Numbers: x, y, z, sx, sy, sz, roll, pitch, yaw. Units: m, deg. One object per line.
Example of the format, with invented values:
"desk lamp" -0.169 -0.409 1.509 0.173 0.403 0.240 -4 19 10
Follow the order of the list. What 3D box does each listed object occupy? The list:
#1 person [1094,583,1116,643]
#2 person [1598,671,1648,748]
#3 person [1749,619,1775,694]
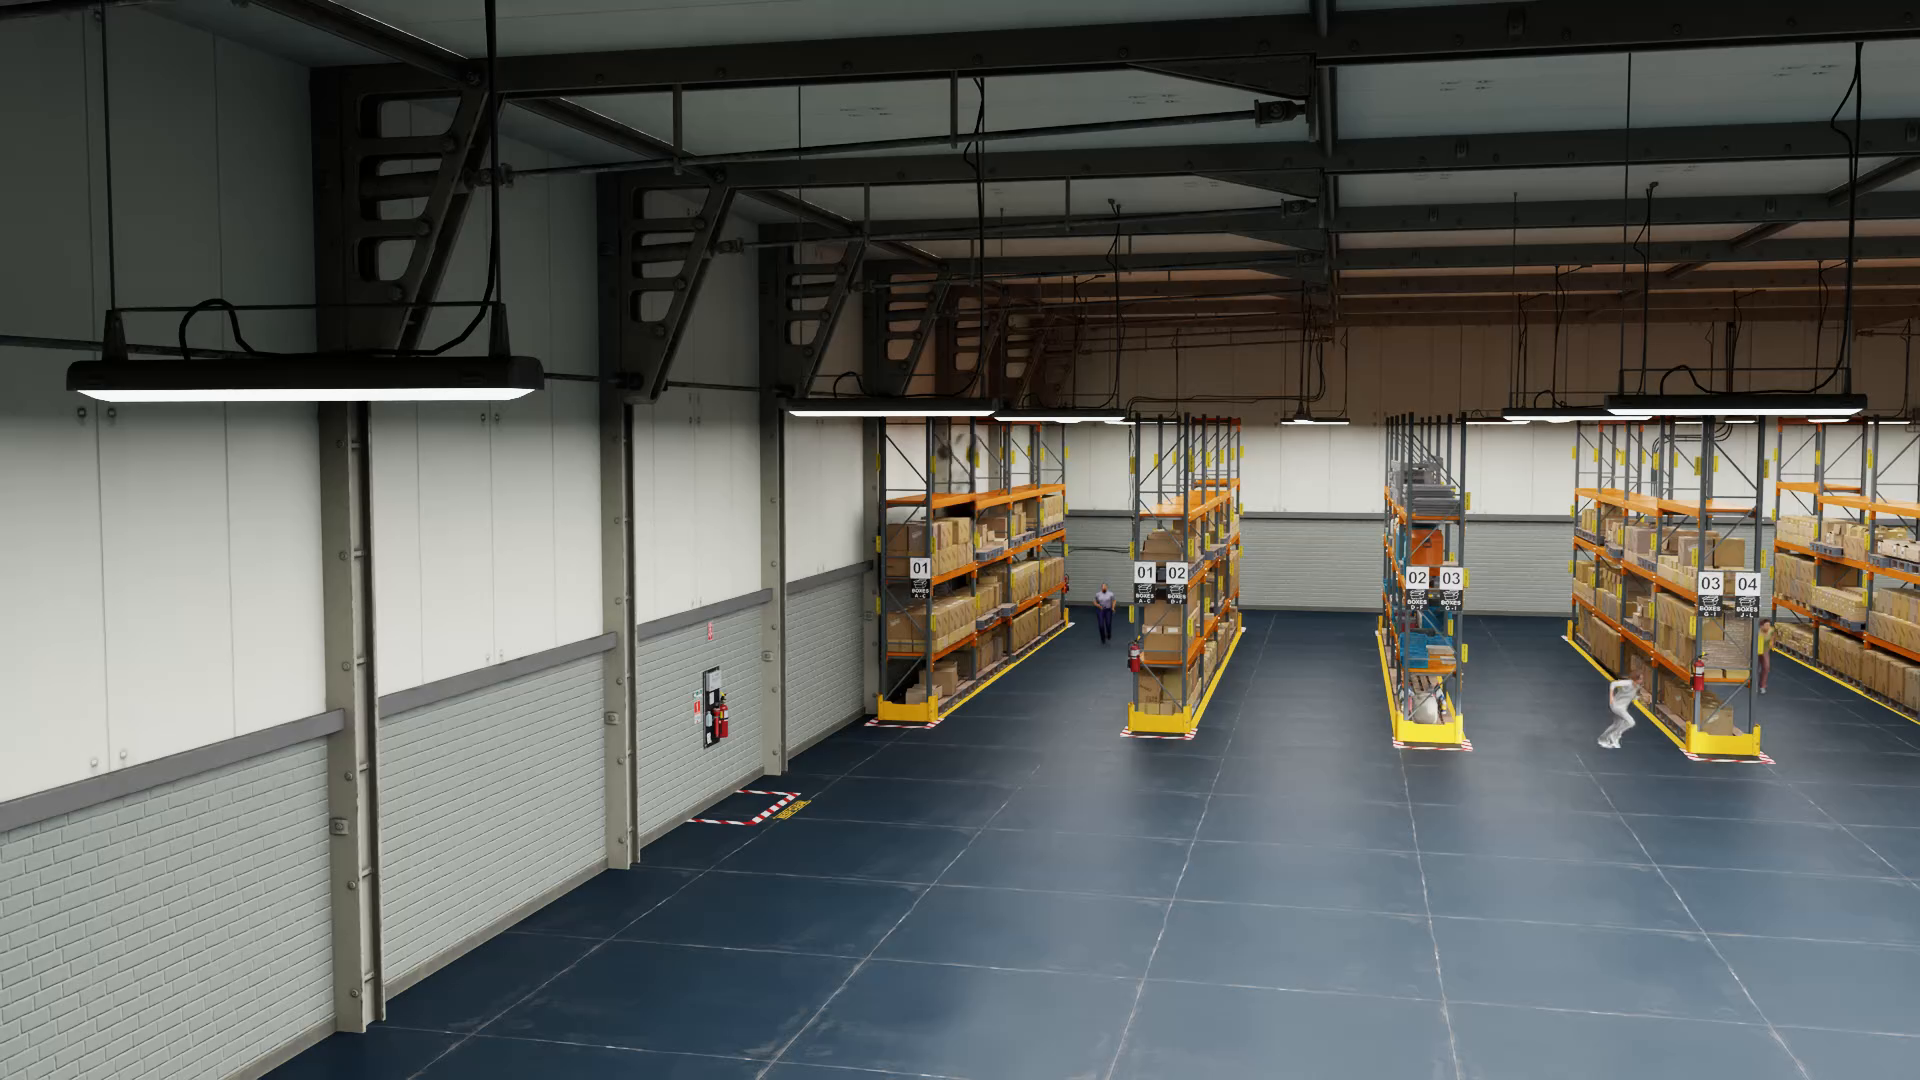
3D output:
"person" 3.847 1.938 44.161 0.600 1.608 0.530 0 4 5
"person" 11.707 3.002 29.419 0.569 1.435 0.864 -4 5 -42
"person" 17.402 2.491 36.235 0.605 1.624 0.991 0 4 -1
